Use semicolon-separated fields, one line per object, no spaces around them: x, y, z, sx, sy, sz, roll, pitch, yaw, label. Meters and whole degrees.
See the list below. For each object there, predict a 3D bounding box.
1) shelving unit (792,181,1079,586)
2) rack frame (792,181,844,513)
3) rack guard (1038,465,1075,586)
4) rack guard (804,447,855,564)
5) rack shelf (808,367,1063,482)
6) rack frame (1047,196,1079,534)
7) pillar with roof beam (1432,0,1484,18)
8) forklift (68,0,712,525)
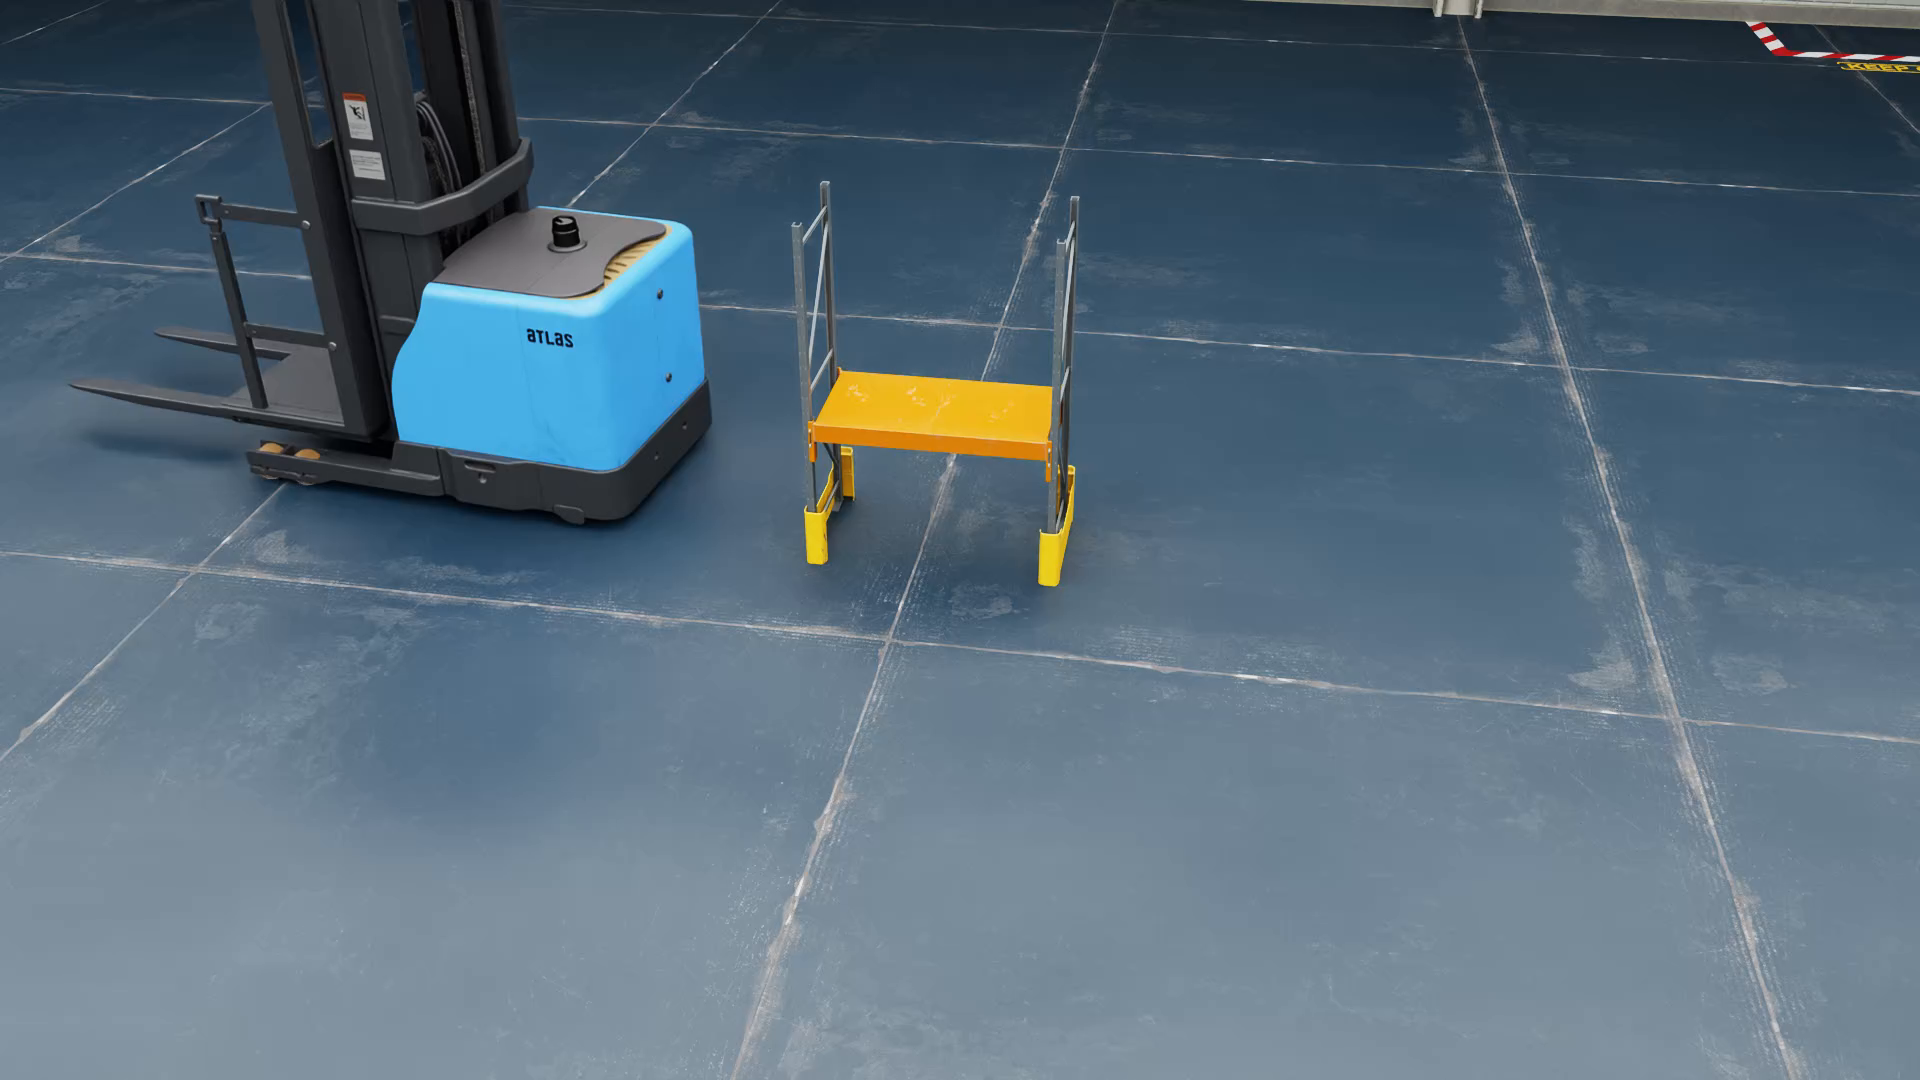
-0.075;-0.643;6.863;1.083;1.500;0.587;5;32;8;shelving unit
-0.585;-0.689;6.937;0.032;1.500;0.500;5;32;8;rack frame
0.416;-0.068;7.124;0.087;0.250;0.587;5;32;8;rack guard
-0.566;-0.157;7.266;0.087;0.250;0.587;5;32;8;rack guard
-0.084;-0.491;6.960;1.000;0.185;0.538;5;32;8;rack shelf
0.417;-0.598;6.792;0.032;1.500;0.500;5;32;8;rack frame
3.663;-6.223;8.710;0.400;9.000;9.100;5;32;8;pillar with roof beam
-2.771;-1.749;7.282;3.031;2.935;1.130;9;33;14;forklift
